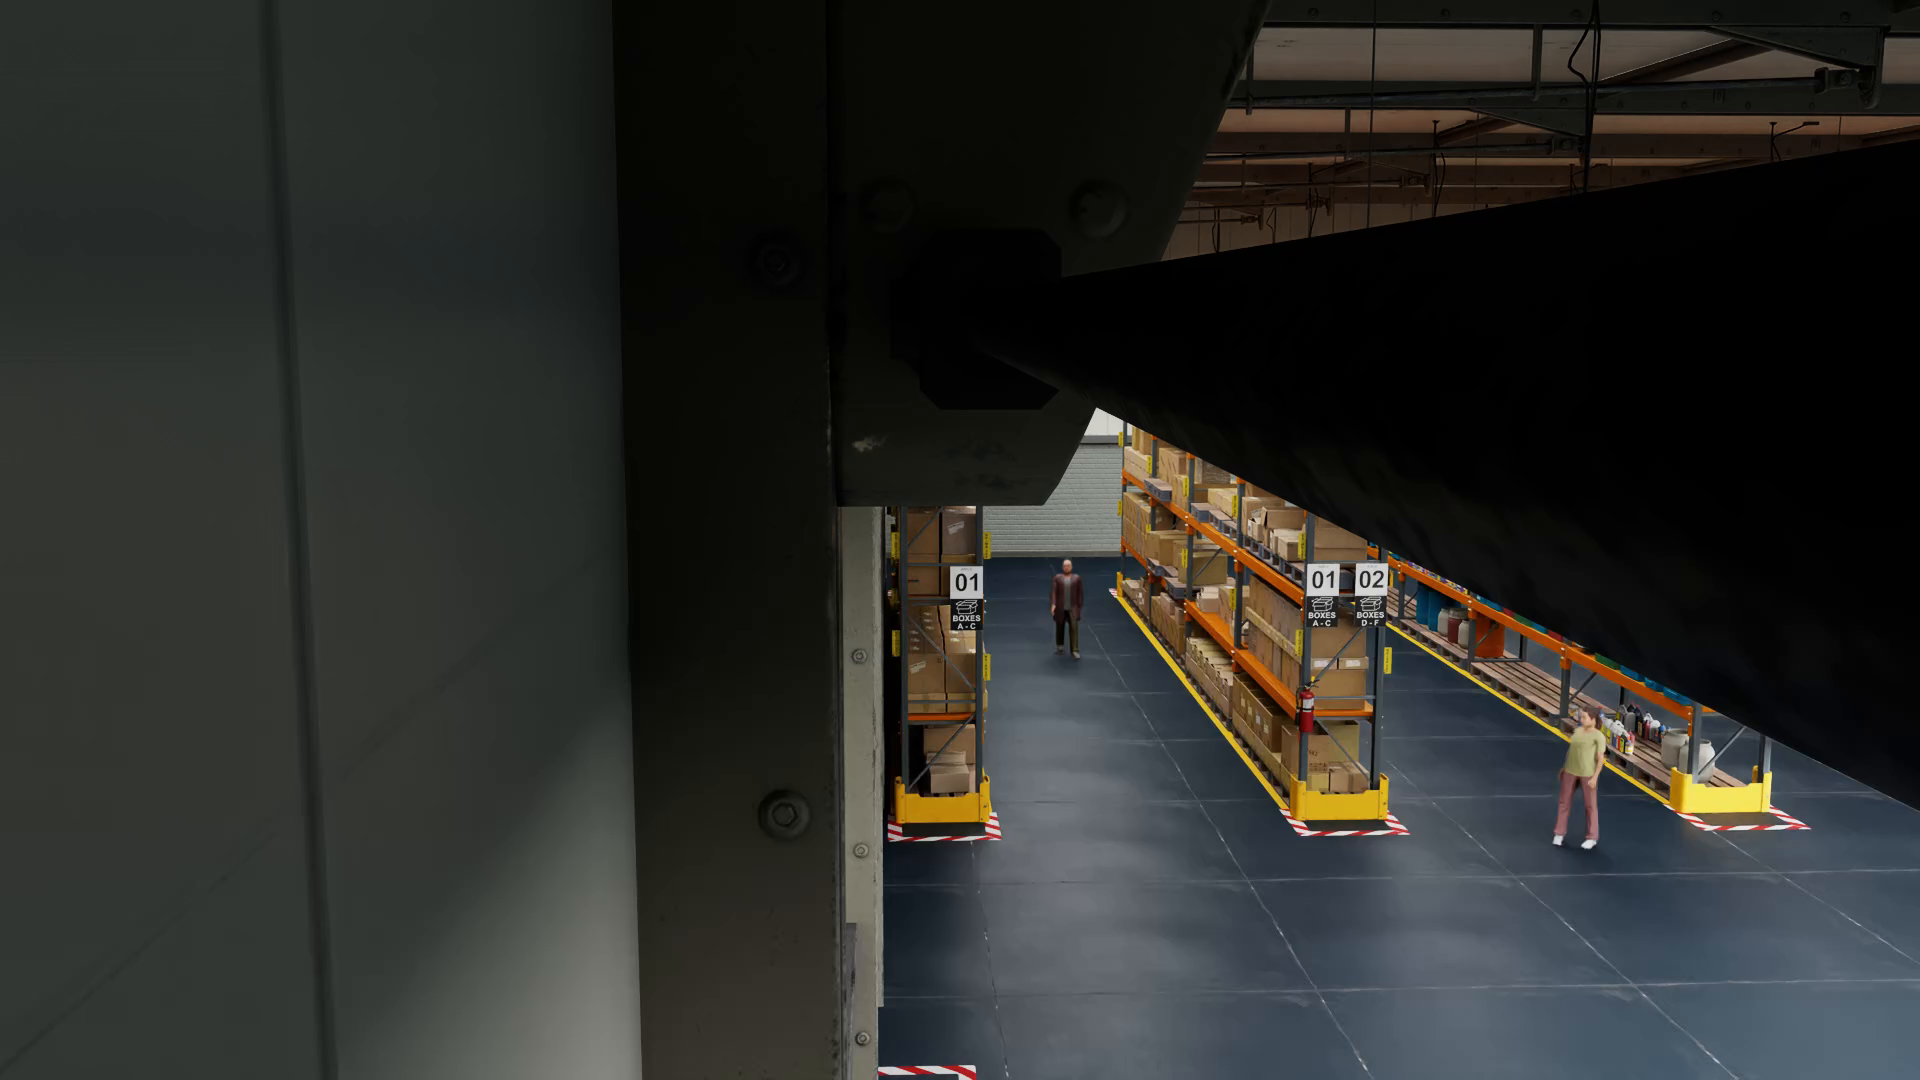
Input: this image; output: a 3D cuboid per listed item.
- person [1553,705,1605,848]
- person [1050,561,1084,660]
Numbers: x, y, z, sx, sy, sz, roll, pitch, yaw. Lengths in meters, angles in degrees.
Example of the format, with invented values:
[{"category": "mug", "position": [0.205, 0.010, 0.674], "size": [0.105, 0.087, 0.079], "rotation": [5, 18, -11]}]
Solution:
[{"category": "person", "position": [7.271, 2.767, 19.517], "size": [0.524, 1.667, 0.494], "rotation": [6, 10, 35]}, {"category": "person", "position": [1.939, 1.244, 30.110], "size": [0.649, 1.740, 1.029], "rotation": [-1, 8, -5]}]
